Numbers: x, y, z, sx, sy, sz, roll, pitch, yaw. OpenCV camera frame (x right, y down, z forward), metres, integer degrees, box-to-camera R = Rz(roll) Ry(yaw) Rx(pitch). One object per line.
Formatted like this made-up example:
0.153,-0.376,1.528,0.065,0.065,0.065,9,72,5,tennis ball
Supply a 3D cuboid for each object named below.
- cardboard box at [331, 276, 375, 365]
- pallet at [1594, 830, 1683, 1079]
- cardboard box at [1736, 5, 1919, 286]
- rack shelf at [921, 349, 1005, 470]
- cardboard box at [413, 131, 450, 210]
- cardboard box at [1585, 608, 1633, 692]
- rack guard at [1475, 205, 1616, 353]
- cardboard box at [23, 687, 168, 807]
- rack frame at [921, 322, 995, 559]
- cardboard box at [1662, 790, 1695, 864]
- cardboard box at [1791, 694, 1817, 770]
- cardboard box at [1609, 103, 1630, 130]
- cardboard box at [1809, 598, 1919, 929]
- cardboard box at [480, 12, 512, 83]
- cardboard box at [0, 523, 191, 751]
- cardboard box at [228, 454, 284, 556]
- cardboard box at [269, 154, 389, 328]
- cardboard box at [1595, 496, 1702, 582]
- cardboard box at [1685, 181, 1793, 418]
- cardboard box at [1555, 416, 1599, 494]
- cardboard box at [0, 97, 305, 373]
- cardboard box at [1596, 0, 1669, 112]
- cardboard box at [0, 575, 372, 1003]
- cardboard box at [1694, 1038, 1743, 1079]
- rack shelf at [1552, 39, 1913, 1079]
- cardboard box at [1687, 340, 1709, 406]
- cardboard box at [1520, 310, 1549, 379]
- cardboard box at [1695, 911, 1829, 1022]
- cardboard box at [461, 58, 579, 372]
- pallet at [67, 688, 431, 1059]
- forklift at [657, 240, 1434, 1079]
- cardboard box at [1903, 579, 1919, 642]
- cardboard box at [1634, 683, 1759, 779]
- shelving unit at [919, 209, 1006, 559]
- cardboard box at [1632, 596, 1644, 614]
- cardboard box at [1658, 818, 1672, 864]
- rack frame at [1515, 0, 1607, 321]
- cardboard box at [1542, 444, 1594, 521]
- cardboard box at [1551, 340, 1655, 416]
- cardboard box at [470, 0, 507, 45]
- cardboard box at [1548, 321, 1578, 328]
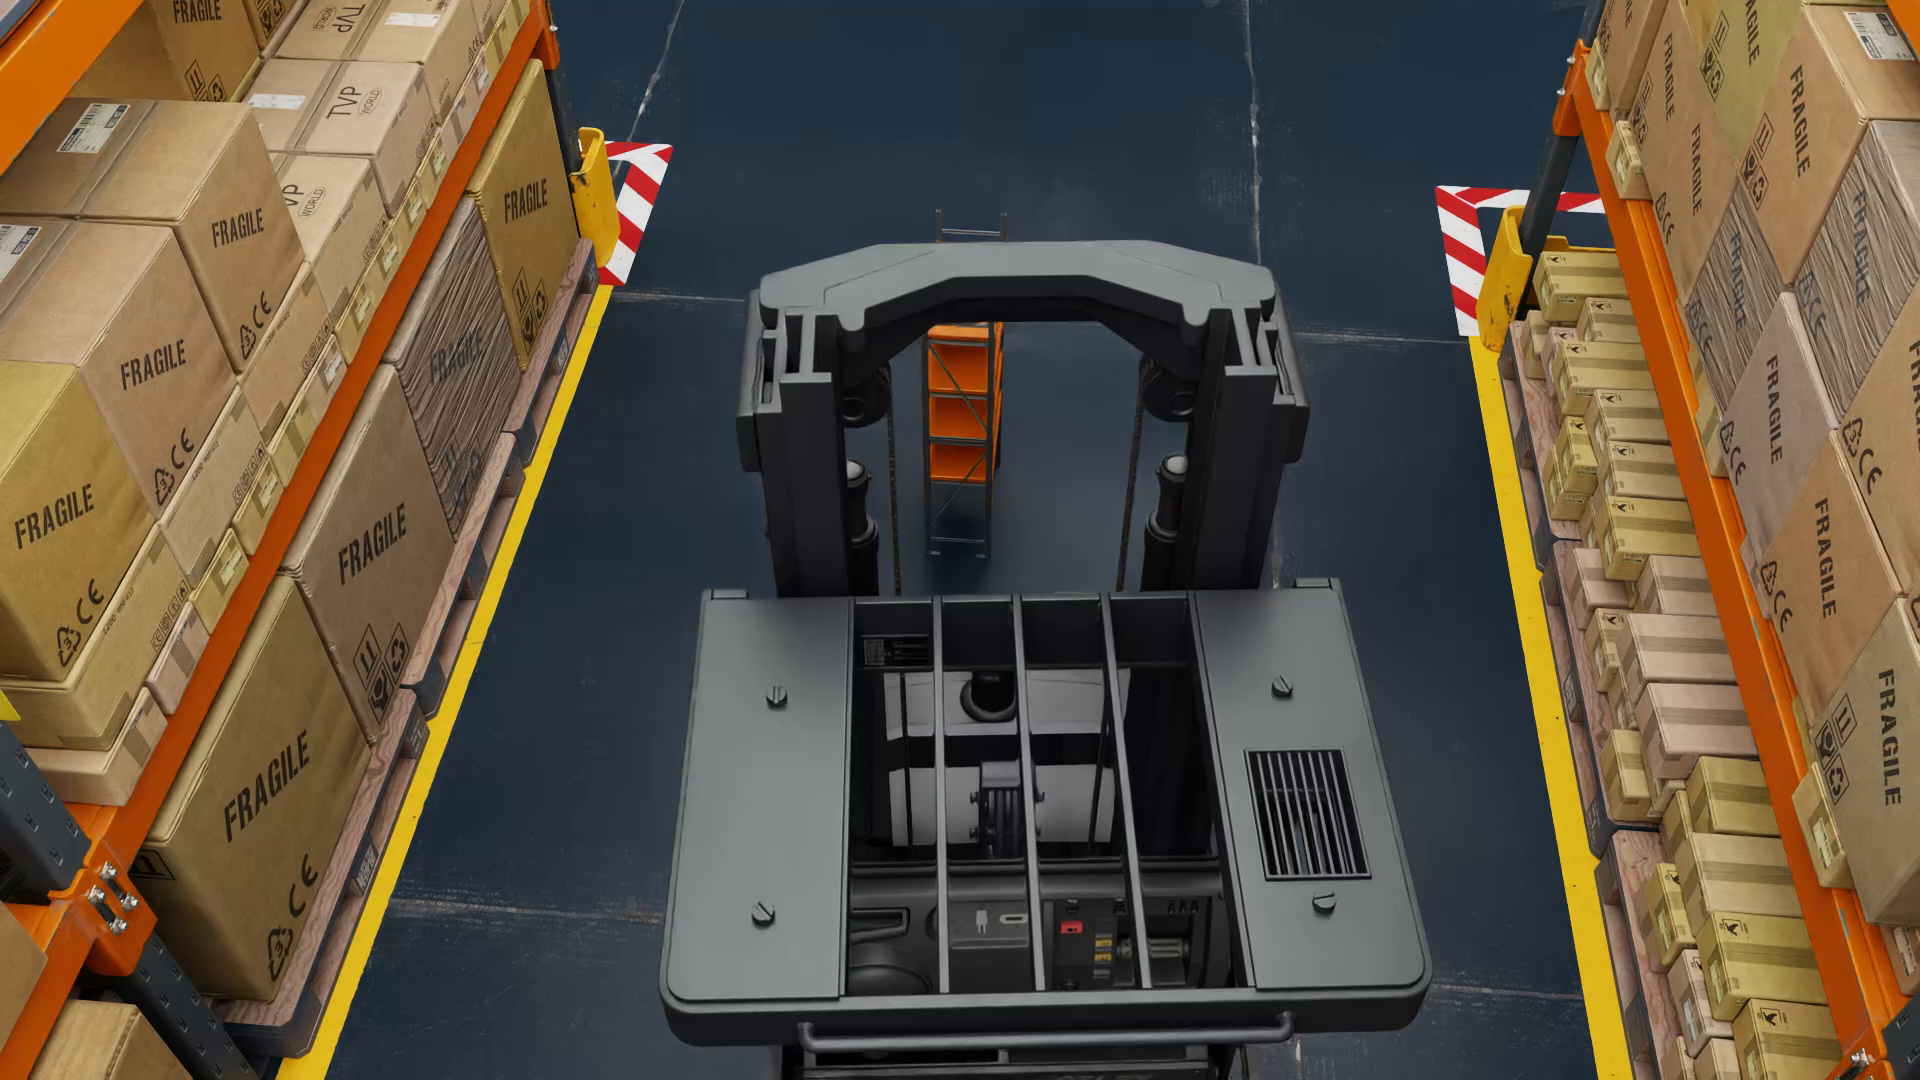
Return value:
-1.997,-0.669,4.999,0.380,0.149,0.250,3,48,2,cardboard box
2.461,1.440,4.790,1.003,0.211,1.213,4,48,4,pallet
2.342,-0.977,4.164,0.500,0.500,0.500,3,48,2,cardboard box
0.015,-0.481,5.968,0.258,0.148,0.480,4,48,4,rack shelf
-1.927,-1.233,5.515,0.380,0.149,0.250,3,48,3,cardboard box
2.305,0.377,5.520,0.380,0.149,0.250,4,48,4,cardboard box
2.792,-1.045,6.867,1.175,0.500,0.348,4,48,4,rack guard
-2.137,0.477,3.951,0.380,0.149,0.250,4,48,4,cardboard box
-0.007,-0.347,5.755,0.240,1.200,0.015,4,48,4,rack frame
2.287,0.887,4.852,0.380,0.149,0.250,4,48,4,cardboard box
2.227,0.465,3.962,0.380,0.149,0.250,6,48,5,cardboard box
2.461,-1.454,5.717,0.380,0.149,0.250,5,48,5,cardboard box
2.198,0.486,3.503,0.500,0.500,0.500,4,48,4,cardboard box
-1.857,-1.793,6.027,0.380,0.149,0.250,4,48,4,cardboard box
-2.192,0.210,3.926,0.500,0.250,0.500,3,48,3,cardboard box
-2.068,-0.103,4.482,0.380,0.149,0.250,3,48,2,cardboard box
-2.047,-0.898,4.939,0.500,0.250,0.500,4,48,4,cardboard box
2.313,0.006,5.456,0.380,0.149,0.250,5,48,4,cardboard box
2.362,-0.638,4.532,0.500,0.500,0.500,3,48,3,cardboard box
2.349,-0.292,5.930,0.380,0.149,0.250,5,48,5,cardboard box
-2.102,-0.795,4.336,0.500,0.500,0.500,3,48,2,cardboard box
2.483,-1.767,5.564,0.500,0.500,0.500,6,48,5,cardboard box
-2.355,0.683,4.748,0.875,0.875,0.875,4,48,4,cardboard box
2.147,1.462,4.326,0.380,0.149,0.250,5,48,4,cardboard box
2.617,-0.232,4.917,1.077,0.370,4.000,4,48,4,rack shelf
2.352,-0.494,4.839,0.380,0.149,0.250,5,48,5,cardboard box
2.433,-0.761,6.560,0.380,0.149,0.250,5,48,4,cardboard box
2.192,1.145,4.414,0.380,0.149,0.250,4,48,4,cardboard box
-2.109,-1.301,6.563,0.875,0.875,0.875,4,48,4,cardboard box
-2.348,0.975,5.216,1.003,0.211,1.213,4,48,4,pallet
0.112,0.991,3.357,1.130,2.935,3.031,-1,48,-1,forklift
2.208,0.160,3.124,0.500,0.500,0.500,2,48,2,cardboard box
2.241,0.571,4.939,0.380,0.149,0.250,2,48,2,cardboard box
0.015,-0.527,5.919,0.258,1.200,0.503,4,48,4,shelving unit
2.402,0.309,5.380,0.380,0.149,0.250,6,48,5,cardboard box
2.343,0.935,5.009,0.380,0.149,0.250,3,48,3,cardboard box
2.799,-1.944,5.996,1.000,3.000,0.127,4,48,4,rack frame
2.342,-0.199,6.047,0.380,0.149,0.250,4,48,4,cardboard box
2.357,-0.575,5.988,0.380,0.149,0.250,4,48,3,cardboard box
-1.911,-2.028,5.972,0.500,0.250,0.500,3,48,3,cardboard box
2.496,-0.857,6.447,0.380,0.149,0.250,6,48,5,cardboard box
